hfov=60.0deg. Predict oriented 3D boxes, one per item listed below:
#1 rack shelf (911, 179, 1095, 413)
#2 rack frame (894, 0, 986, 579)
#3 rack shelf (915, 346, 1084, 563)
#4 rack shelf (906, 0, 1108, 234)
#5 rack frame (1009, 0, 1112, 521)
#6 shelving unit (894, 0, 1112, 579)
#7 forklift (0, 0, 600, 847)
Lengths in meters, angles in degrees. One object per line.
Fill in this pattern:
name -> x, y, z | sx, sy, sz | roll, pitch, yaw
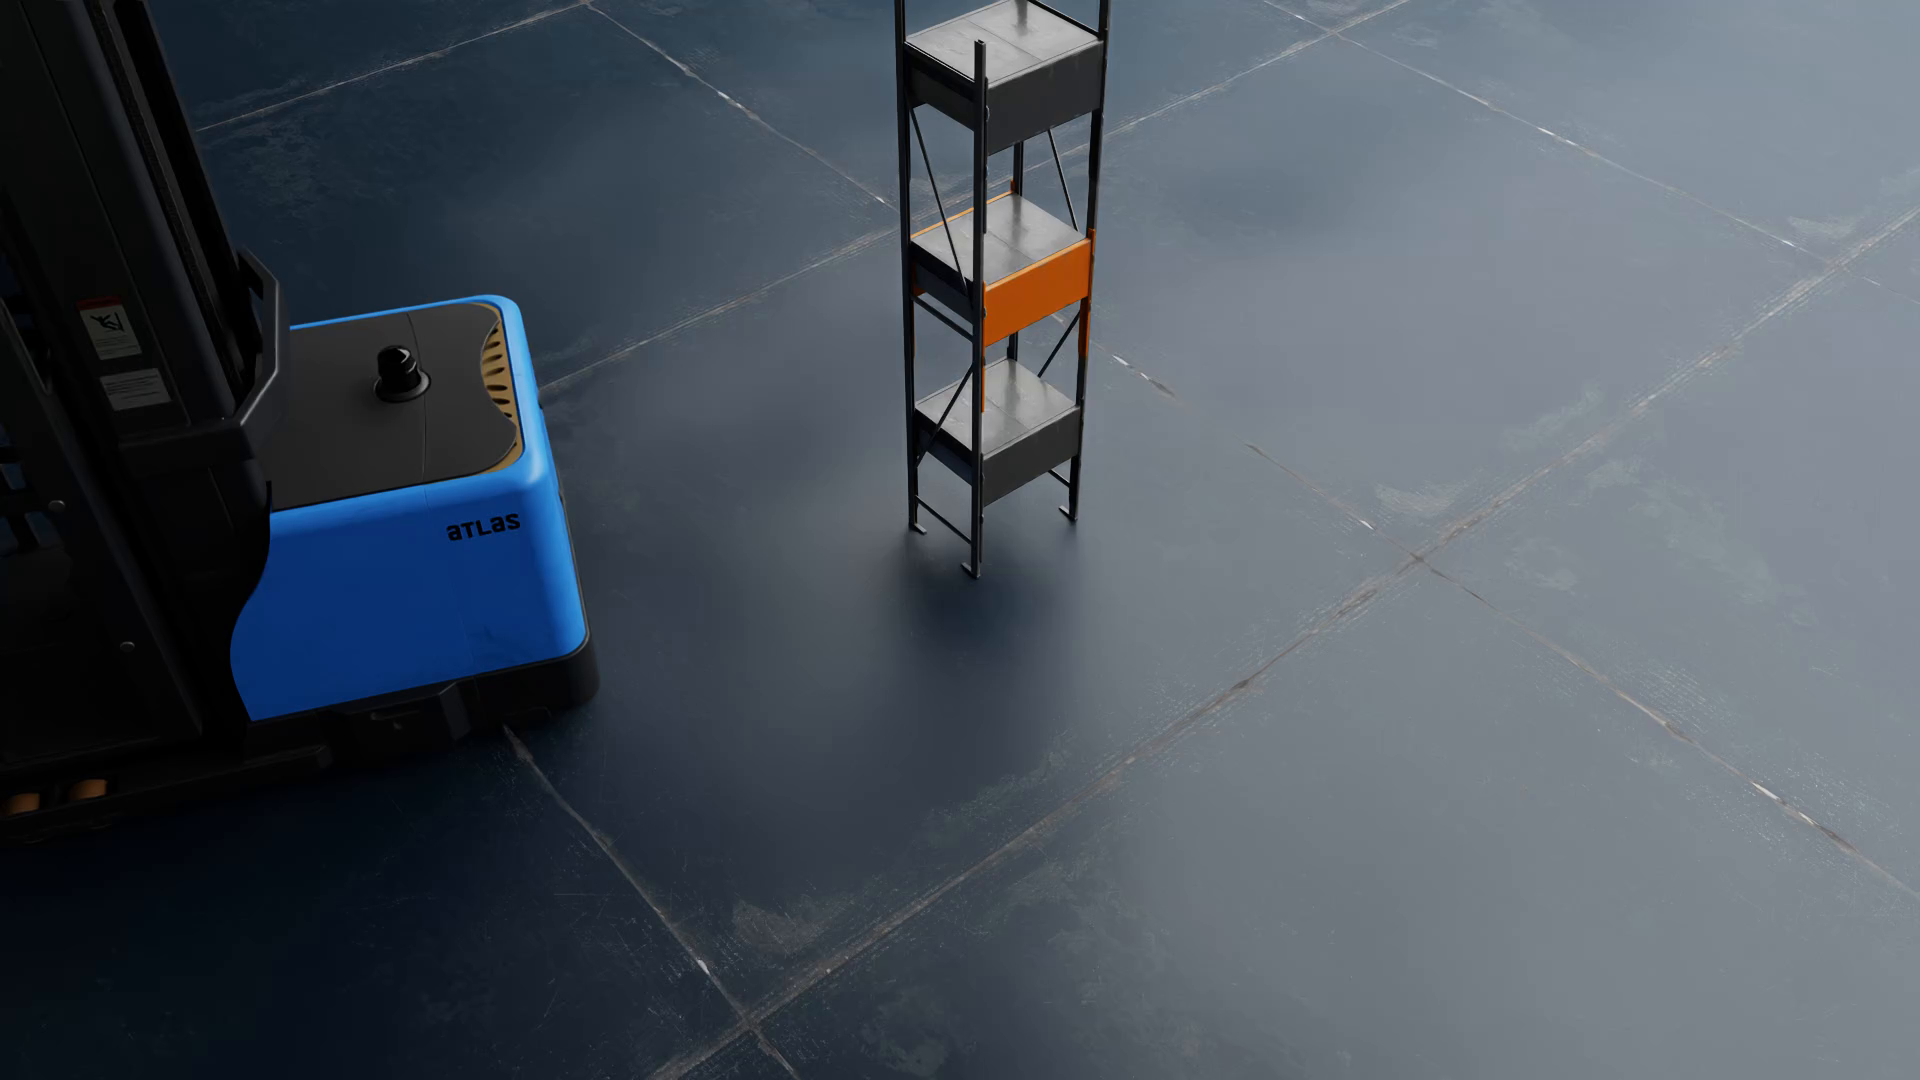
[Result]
rack shelf -> 0.127, -0.828, 5.618 | 0.480, 0.518, 0.431 | -30, 51, -28
rack frame -> -0.060, -0.731, 5.494 | 0.015, 2.100, 0.400 | -30, 51, -28
rack shelf -> 0.127, -0.318, 6.097 | 0.480, 0.518, 0.431 | -30, 51, -28
rack shelf -> 0.127, -1.338, 5.139 | 0.480, 0.518, 0.431 | -30, 51, -28
rack frame -> 0.314, -0.945, 5.723 | 0.015, 2.100, 0.400 | -30, 51, -28
shelving unit -> 0.127, -0.838, 5.609 | 0.503, 2.100, 0.431 | -30, 51, -28
forklift -> -2.793, -0.520, 4.663 | 3.031, 2.935, 1.130 | -12, 44, -12
